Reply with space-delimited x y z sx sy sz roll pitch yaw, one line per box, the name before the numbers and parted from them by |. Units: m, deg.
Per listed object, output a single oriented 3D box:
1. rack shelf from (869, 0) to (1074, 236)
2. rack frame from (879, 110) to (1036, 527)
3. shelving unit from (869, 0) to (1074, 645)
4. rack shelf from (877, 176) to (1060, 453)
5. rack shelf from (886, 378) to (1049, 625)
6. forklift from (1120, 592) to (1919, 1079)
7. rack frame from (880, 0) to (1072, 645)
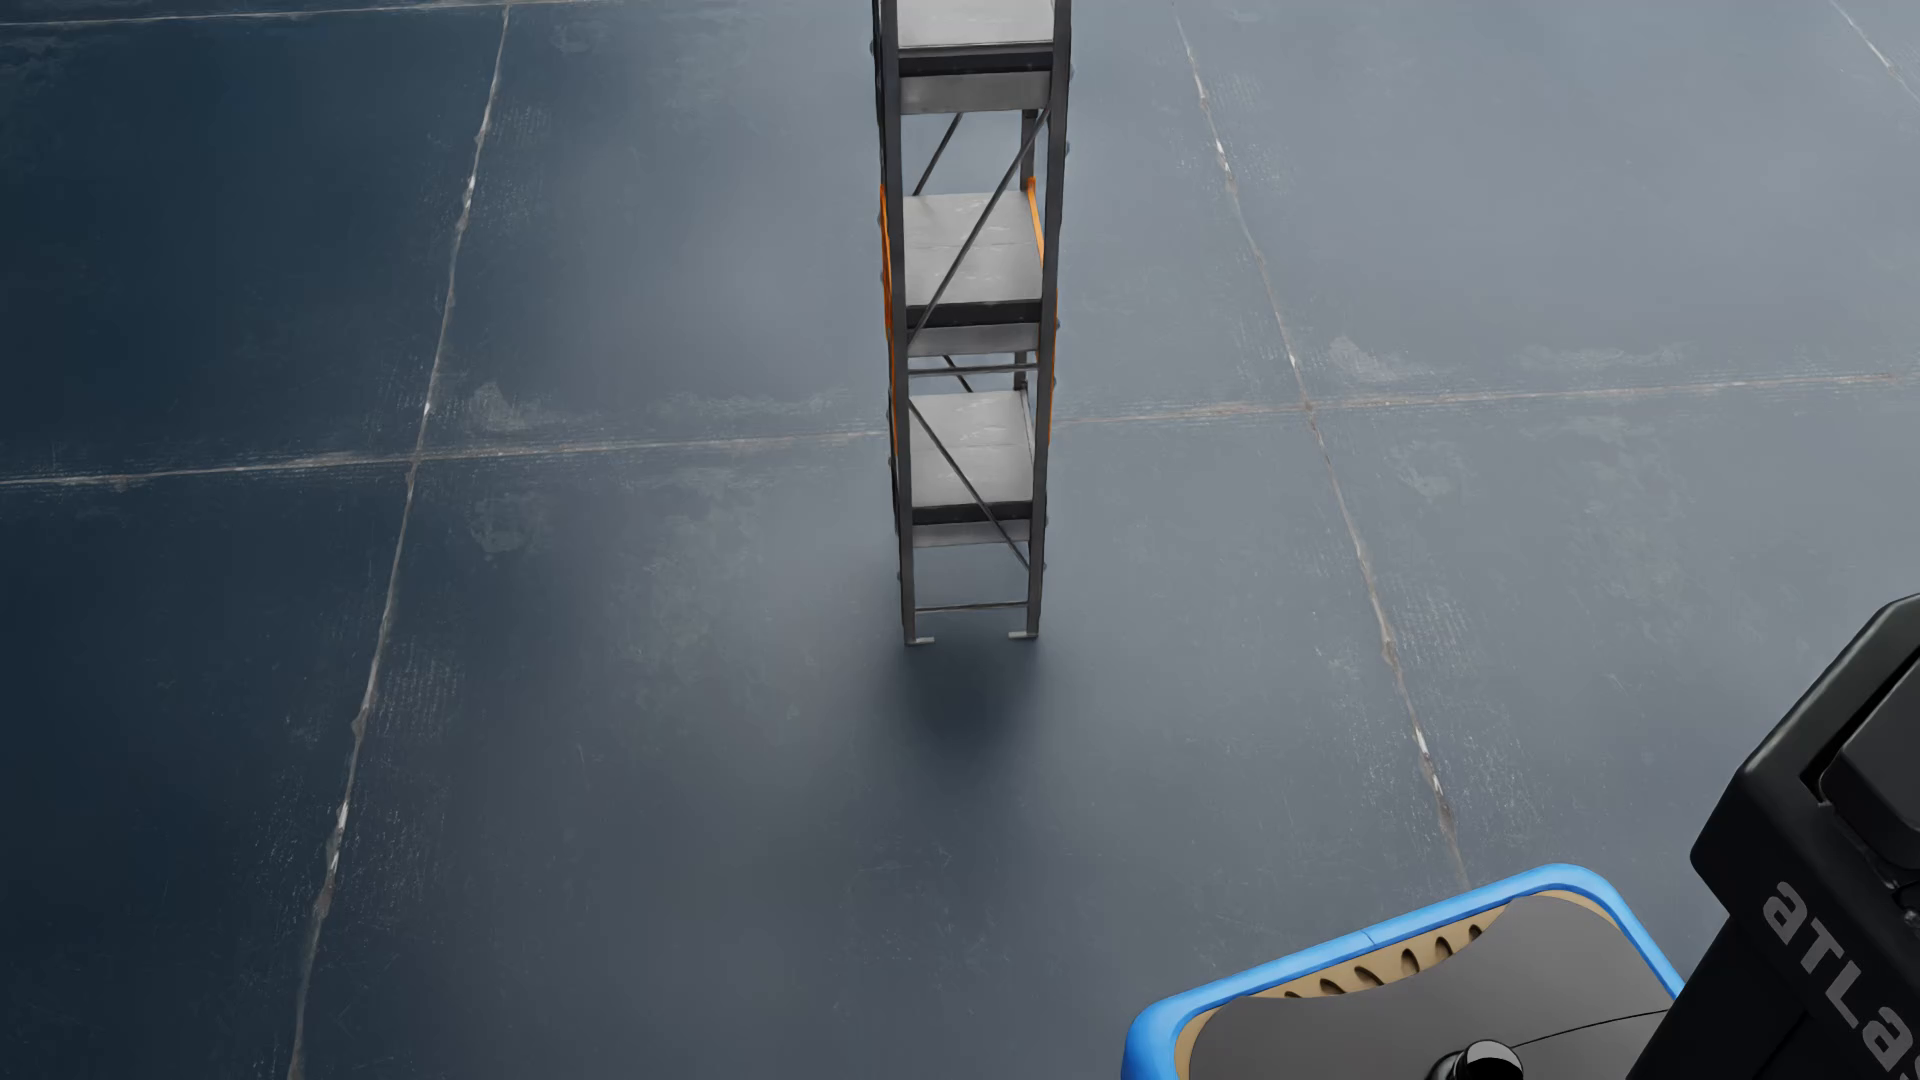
rack shelf | 0.014 -1.074 3.876 0.431 0.518 0.480 -3 47 -3
rack frame | -0.007 -0.779 4.541 0.400 2.100 0.015 -3 47 -3
shelving unit | 0.014 -0.602 4.374 0.431 2.100 0.503 -3 47 -3
rack shelf | 0.014 -0.593 4.384 0.431 0.518 0.480 -3 47 -3
rack shelf | 0.014 -0.112 4.892 0.431 0.518 0.480 -3 47 -3
forklift | 1.269 1.462 1.847 1.130 2.935 3.031 -15 48 -14
rack frame | 0.034 -0.426 4.207 0.400 2.100 0.015 -3 47 -3
